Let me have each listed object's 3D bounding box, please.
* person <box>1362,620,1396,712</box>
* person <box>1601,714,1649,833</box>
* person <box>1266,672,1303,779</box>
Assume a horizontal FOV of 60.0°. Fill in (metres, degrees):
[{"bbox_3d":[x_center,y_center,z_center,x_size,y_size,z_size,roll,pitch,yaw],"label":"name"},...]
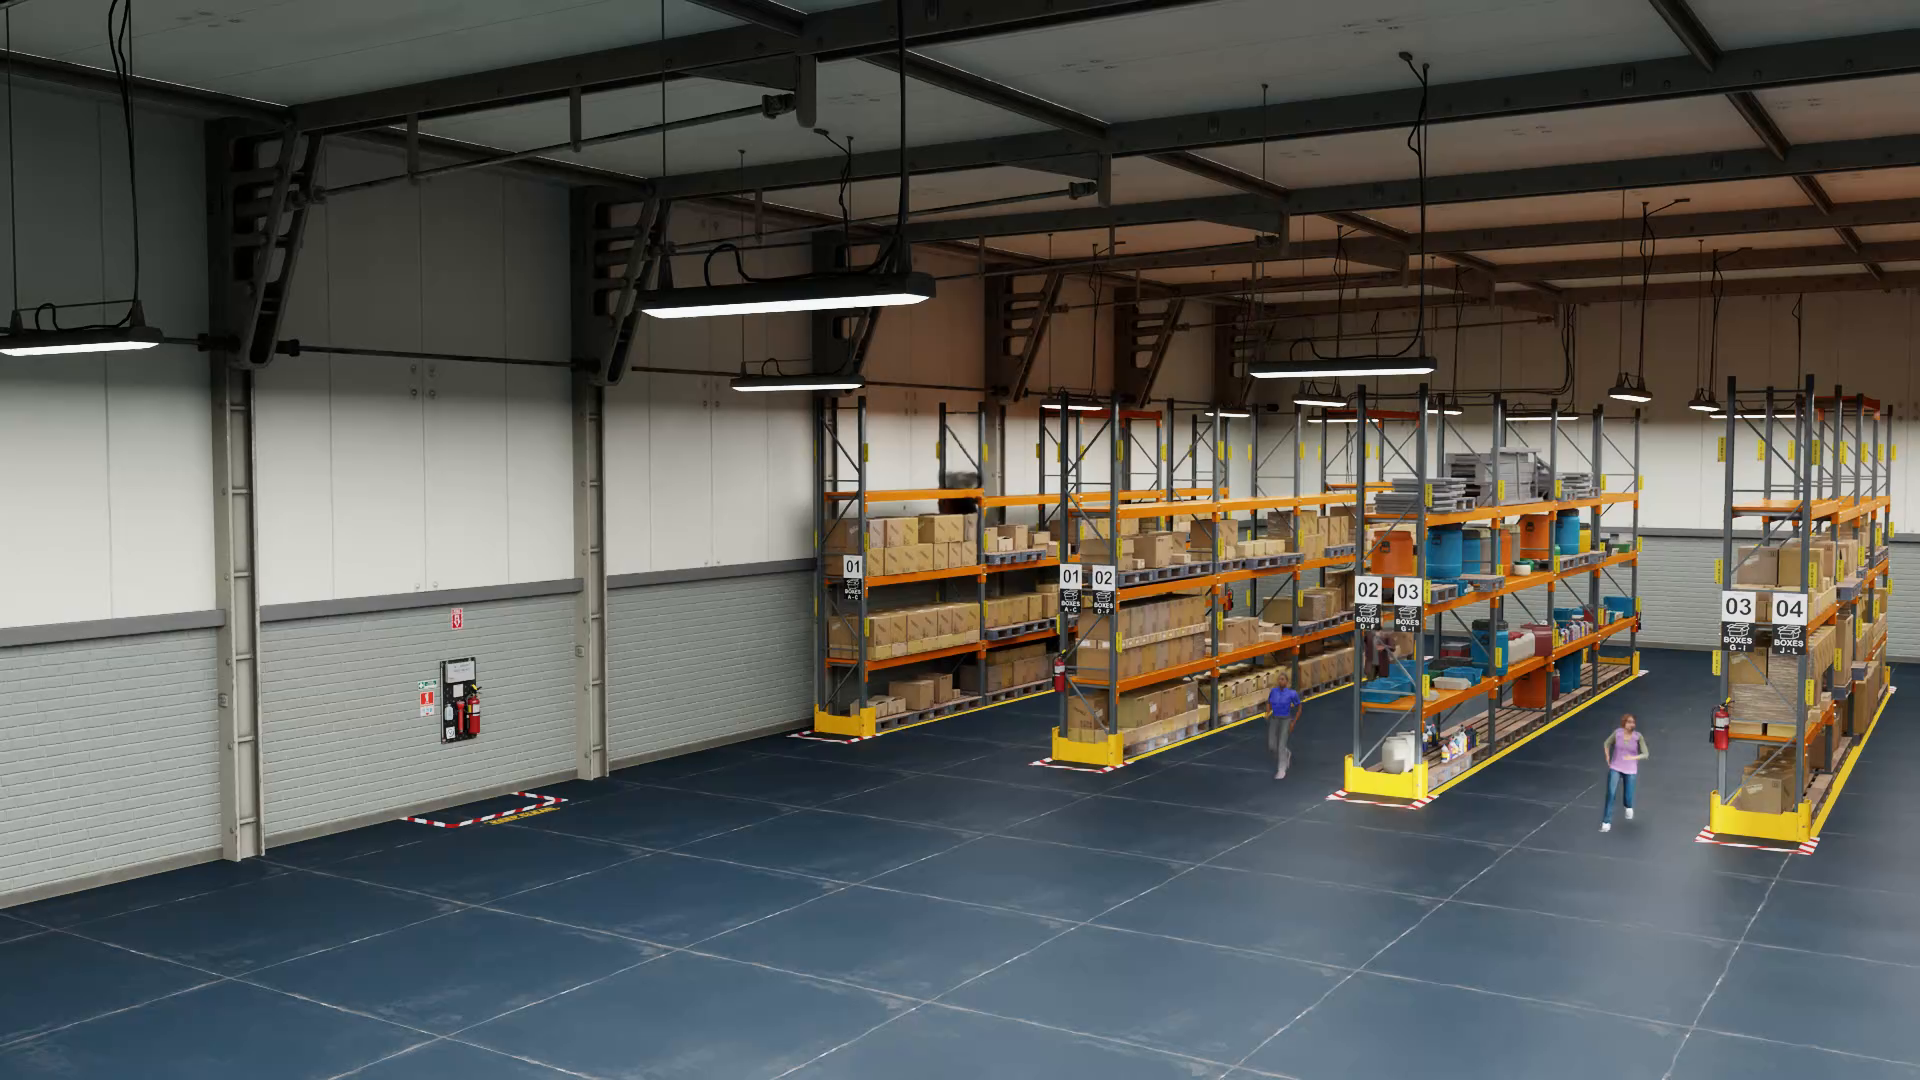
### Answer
[{"bbox_3d":[8.086,2.395,32.223,0.704,1.761,1.065,1,3,24],"label":"person"},{"bbox_3d":[8.860,3.084,22.147,0.567,1.568,0.760,1,3,24],"label":"person"},{"bbox_3d":[4.999,2.856,25.738,0.609,1.627,0.523,3,4,41],"label":"person"}]
